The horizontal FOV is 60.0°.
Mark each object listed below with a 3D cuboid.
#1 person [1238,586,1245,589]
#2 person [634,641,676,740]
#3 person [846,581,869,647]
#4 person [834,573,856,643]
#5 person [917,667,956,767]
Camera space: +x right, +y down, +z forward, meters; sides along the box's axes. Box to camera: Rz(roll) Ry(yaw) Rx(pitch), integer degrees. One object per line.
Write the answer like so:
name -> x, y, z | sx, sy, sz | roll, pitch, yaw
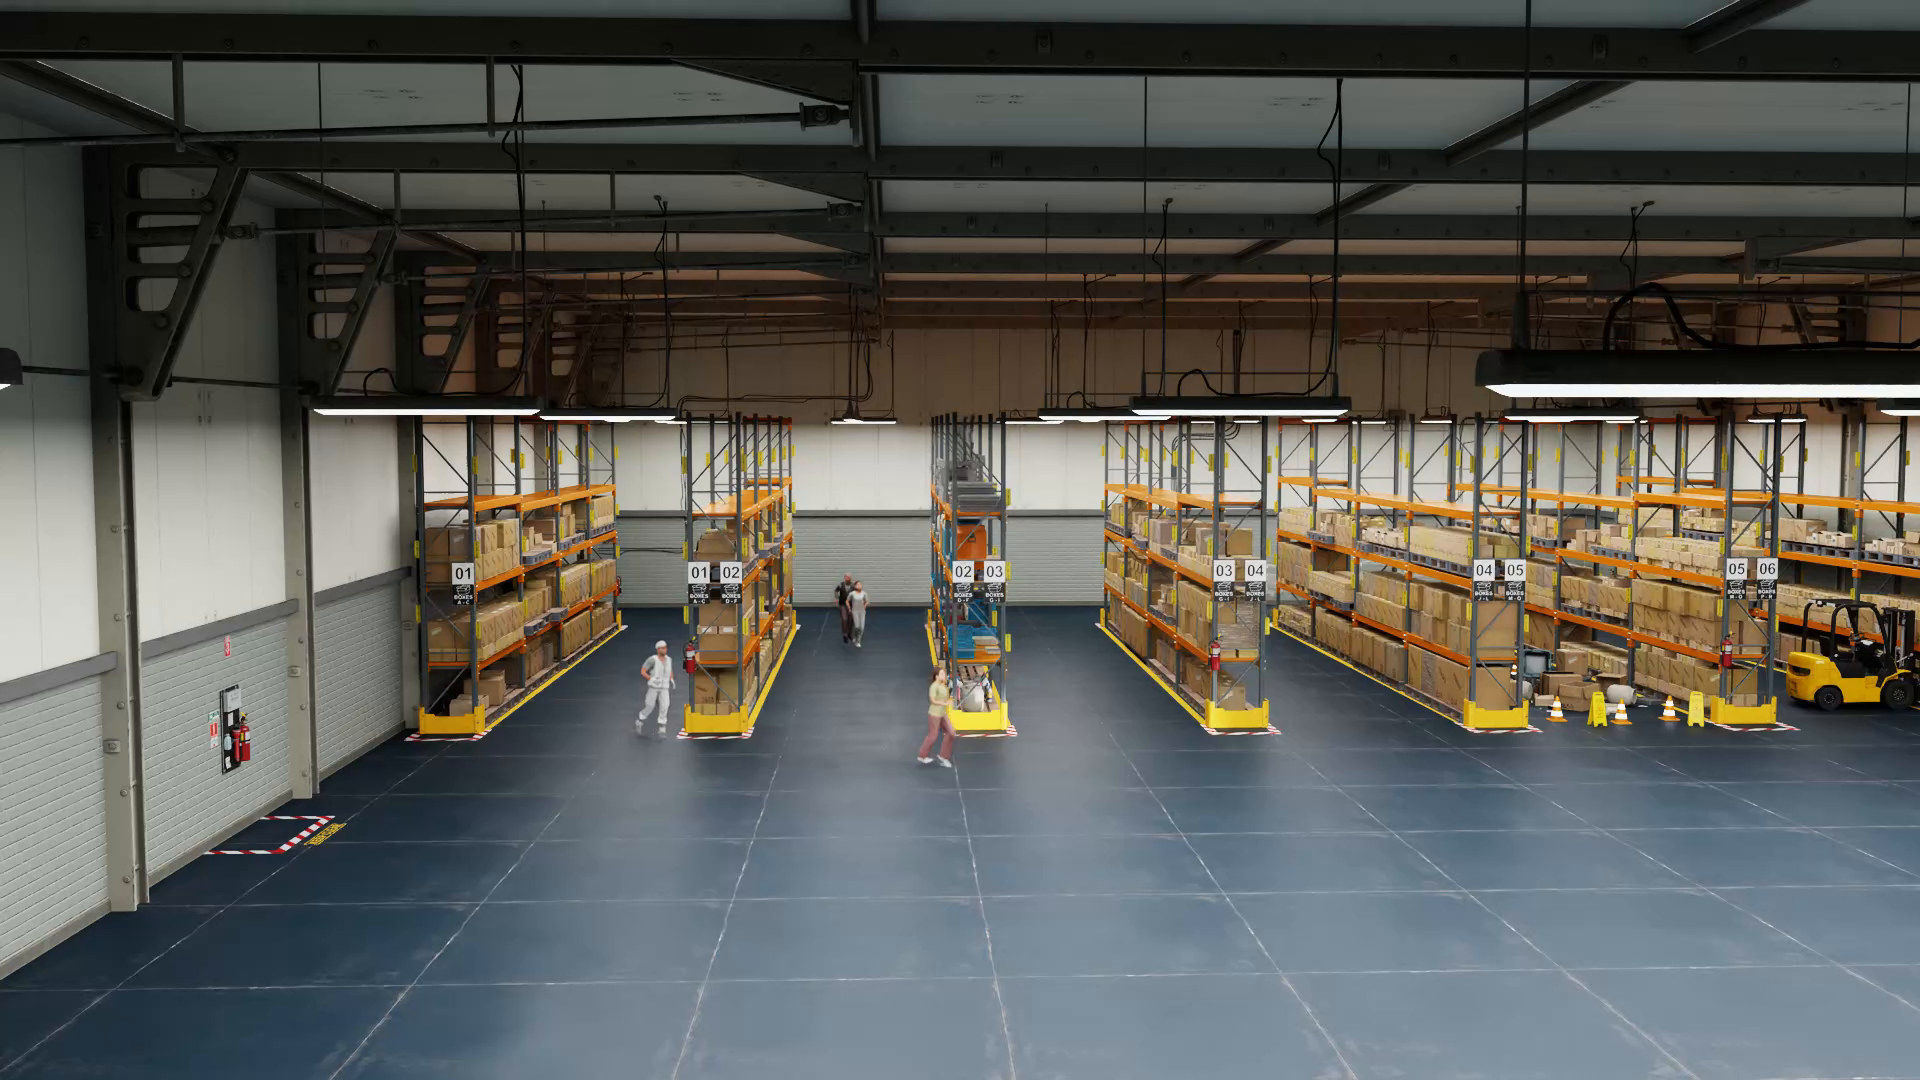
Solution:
person -> 8.086, 1.572, 48.040 | 0.644, 1.759, 0.768 | 4, 5, 44
person -> -5.528, 2.741, 30.594 | 0.702, 1.764, 0.979 | -3, 5, -37
person -> -2.503, 1.825, 41.035 | 0.559, 1.641, 0.515 | -1, 4, -16
person -> -2.879, 1.710, 42.537 | 0.638, 1.741, 0.898 | -1, 4, -9
person -> -0.380, 2.997, 28.024 | 0.711, 1.736, 0.597 | 2, 4, 25
